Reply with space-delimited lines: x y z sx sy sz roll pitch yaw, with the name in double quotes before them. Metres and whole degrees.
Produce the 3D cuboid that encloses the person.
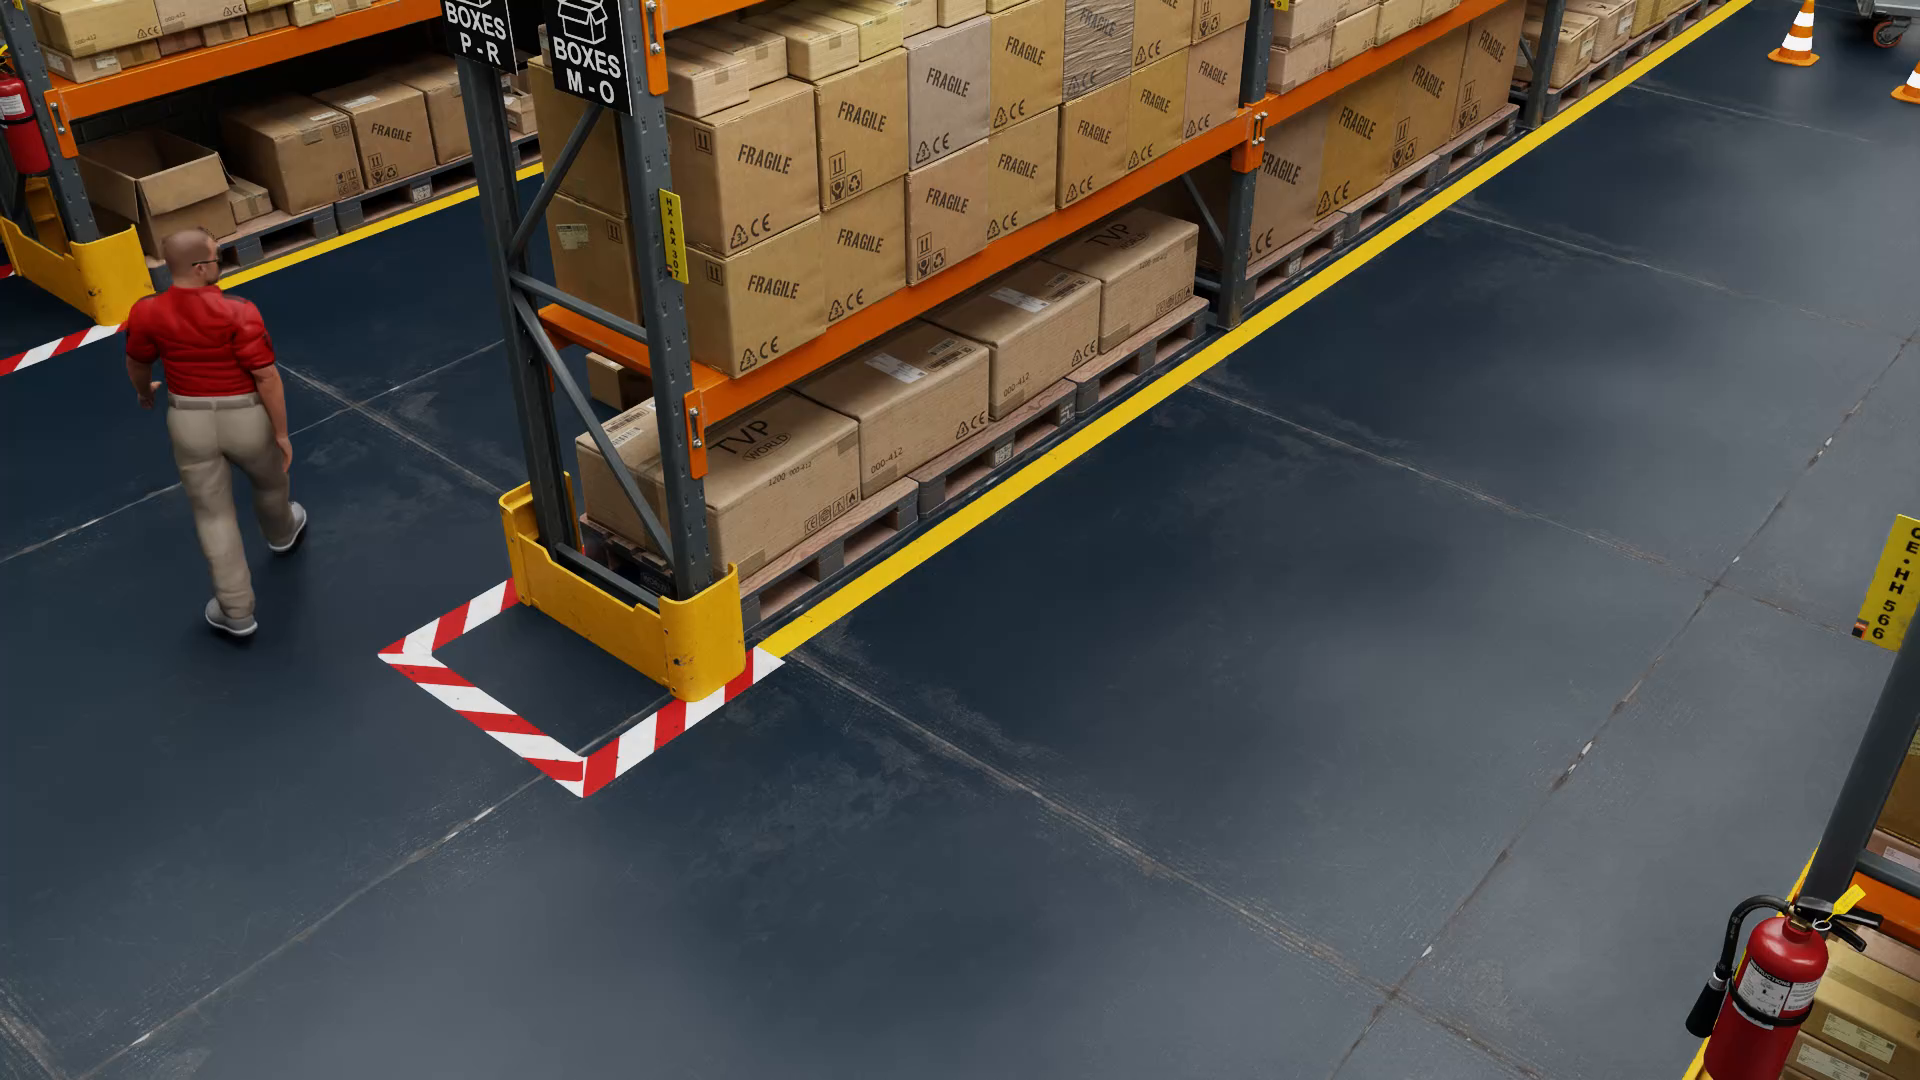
"person" -3.090 -0.527 6.894 0.641 1.670 0.970 -9 36 -13
